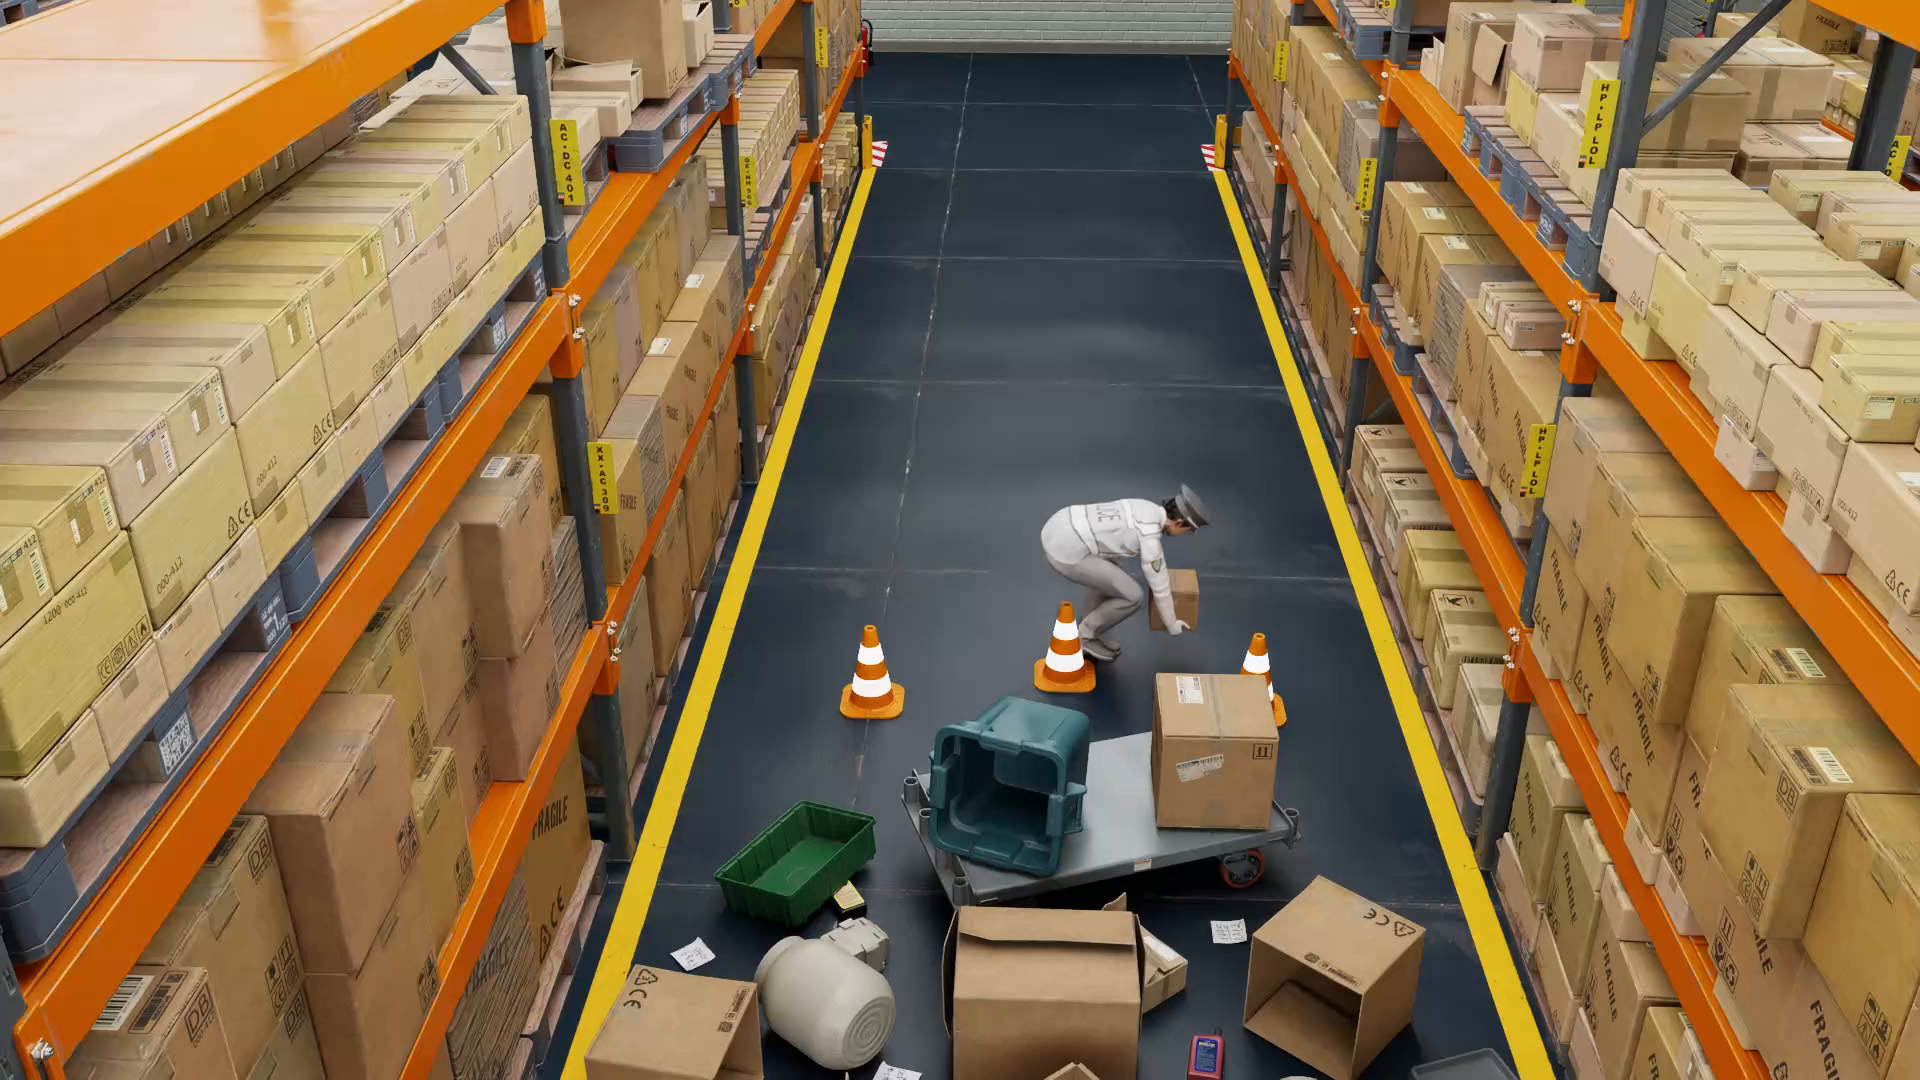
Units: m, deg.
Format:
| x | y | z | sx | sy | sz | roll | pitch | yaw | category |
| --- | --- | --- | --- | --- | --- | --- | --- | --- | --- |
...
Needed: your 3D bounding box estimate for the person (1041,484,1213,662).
| x | y | z | sx | sy | sz | roll | pitch | yaw | category |
| --- | --- | --- | --- | --- | --- | --- | --- | --- | --- |
| 0.898 | 0.217 | 9.060 | 0.919 | 1.076 | 0.460 | 0 | 28 | -1 | person |
